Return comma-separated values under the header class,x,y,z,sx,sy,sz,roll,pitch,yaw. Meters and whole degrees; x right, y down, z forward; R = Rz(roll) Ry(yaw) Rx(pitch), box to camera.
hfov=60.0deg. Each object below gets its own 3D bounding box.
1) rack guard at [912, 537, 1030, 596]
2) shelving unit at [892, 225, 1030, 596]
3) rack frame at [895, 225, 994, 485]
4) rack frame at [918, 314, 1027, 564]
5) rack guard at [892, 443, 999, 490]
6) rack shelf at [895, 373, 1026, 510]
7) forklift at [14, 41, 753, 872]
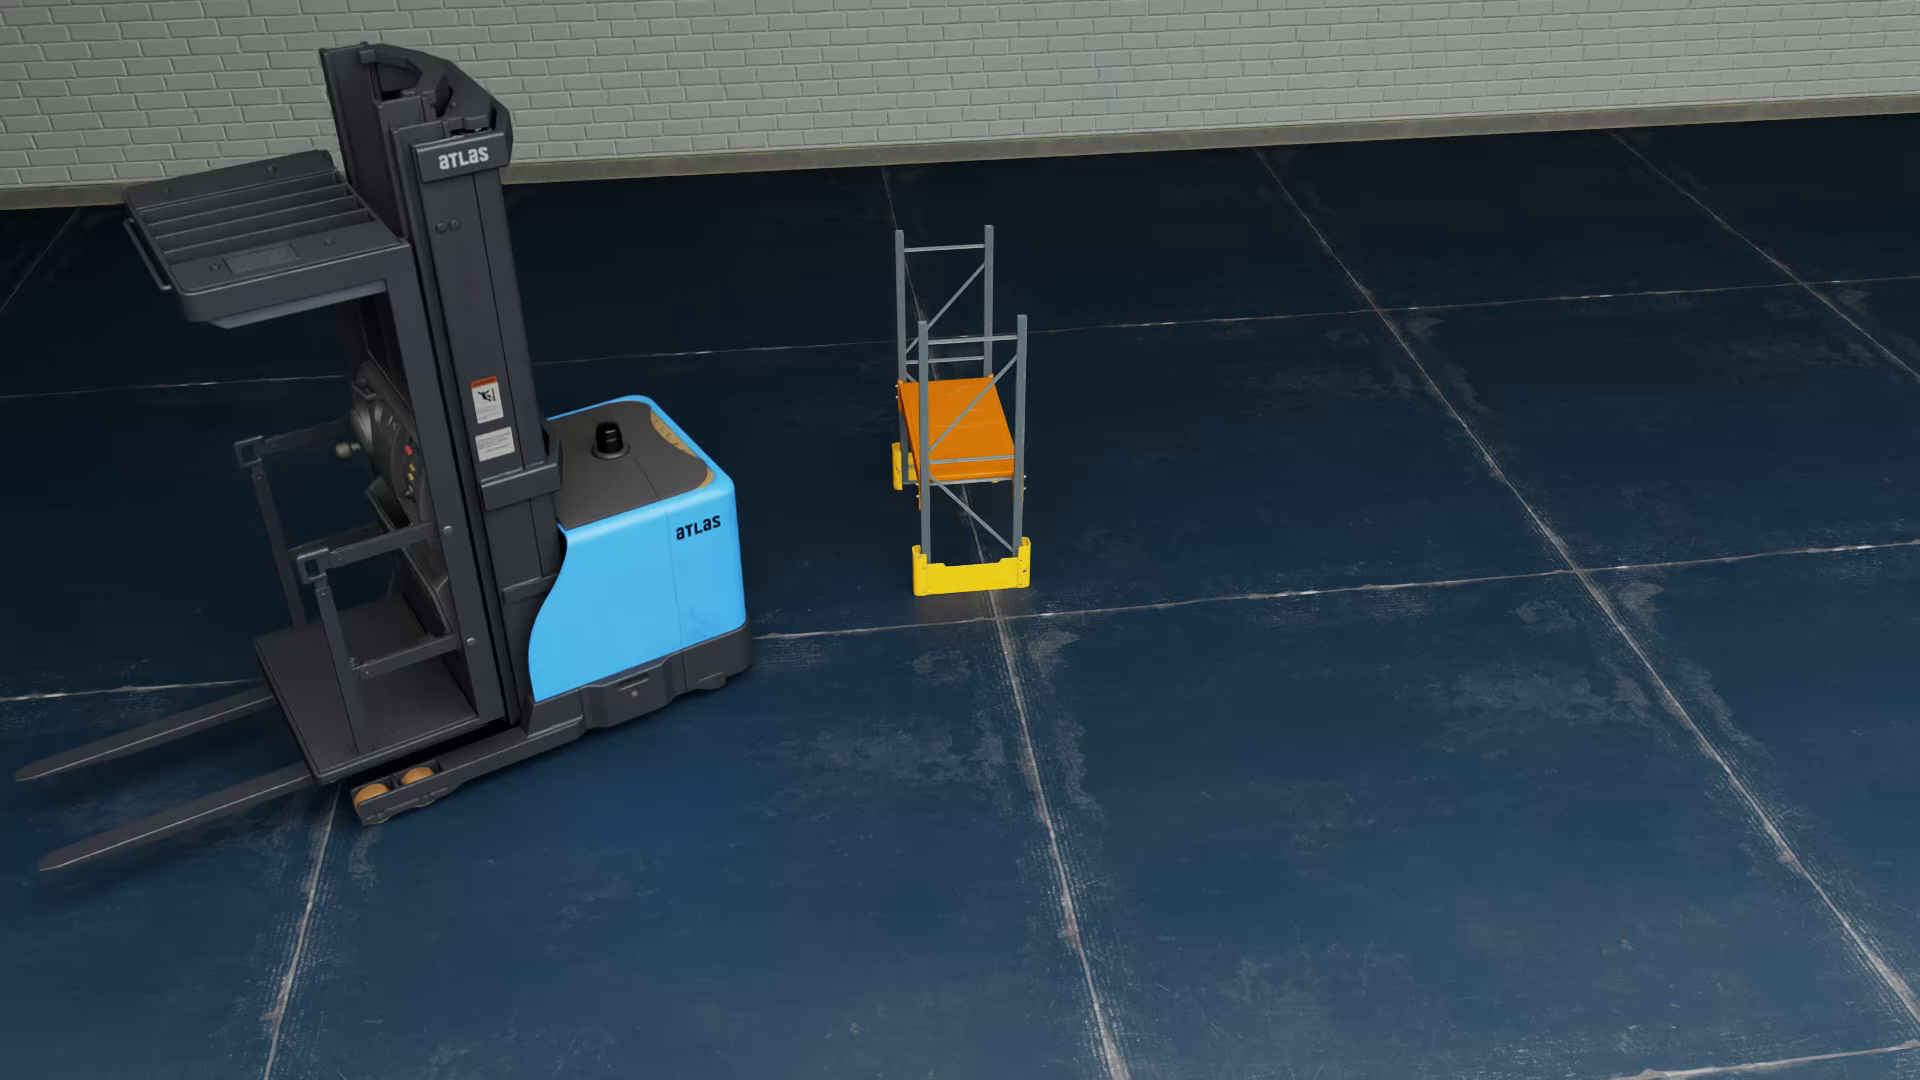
class,x,y,z,sx,sy,sz,roll,pitch,yaw
rack guard,0.057,0.132,8.334,0.587,0.250,0.087,-4,35,-6
shelving unit,-0.010,-0.662,8.390,0.587,1.500,1.083,-4,35,-6
rack frame,-0.080,-0.951,8.814,0.500,1.500,0.032,-4,35,-6
rack frame,0.057,-0.384,7.981,0.500,1.500,0.032,-4,35,-6
rack guard,-0.077,-0.424,9.150,0.587,0.250,0.087,-4,35,-6
rack shelf,-0.011,-0.519,8.499,0.538,0.185,1.000,-4,35,-6
forklift,-2.488,-0.357,6.671,3.031,2.935,1.130,-20,39,-27
